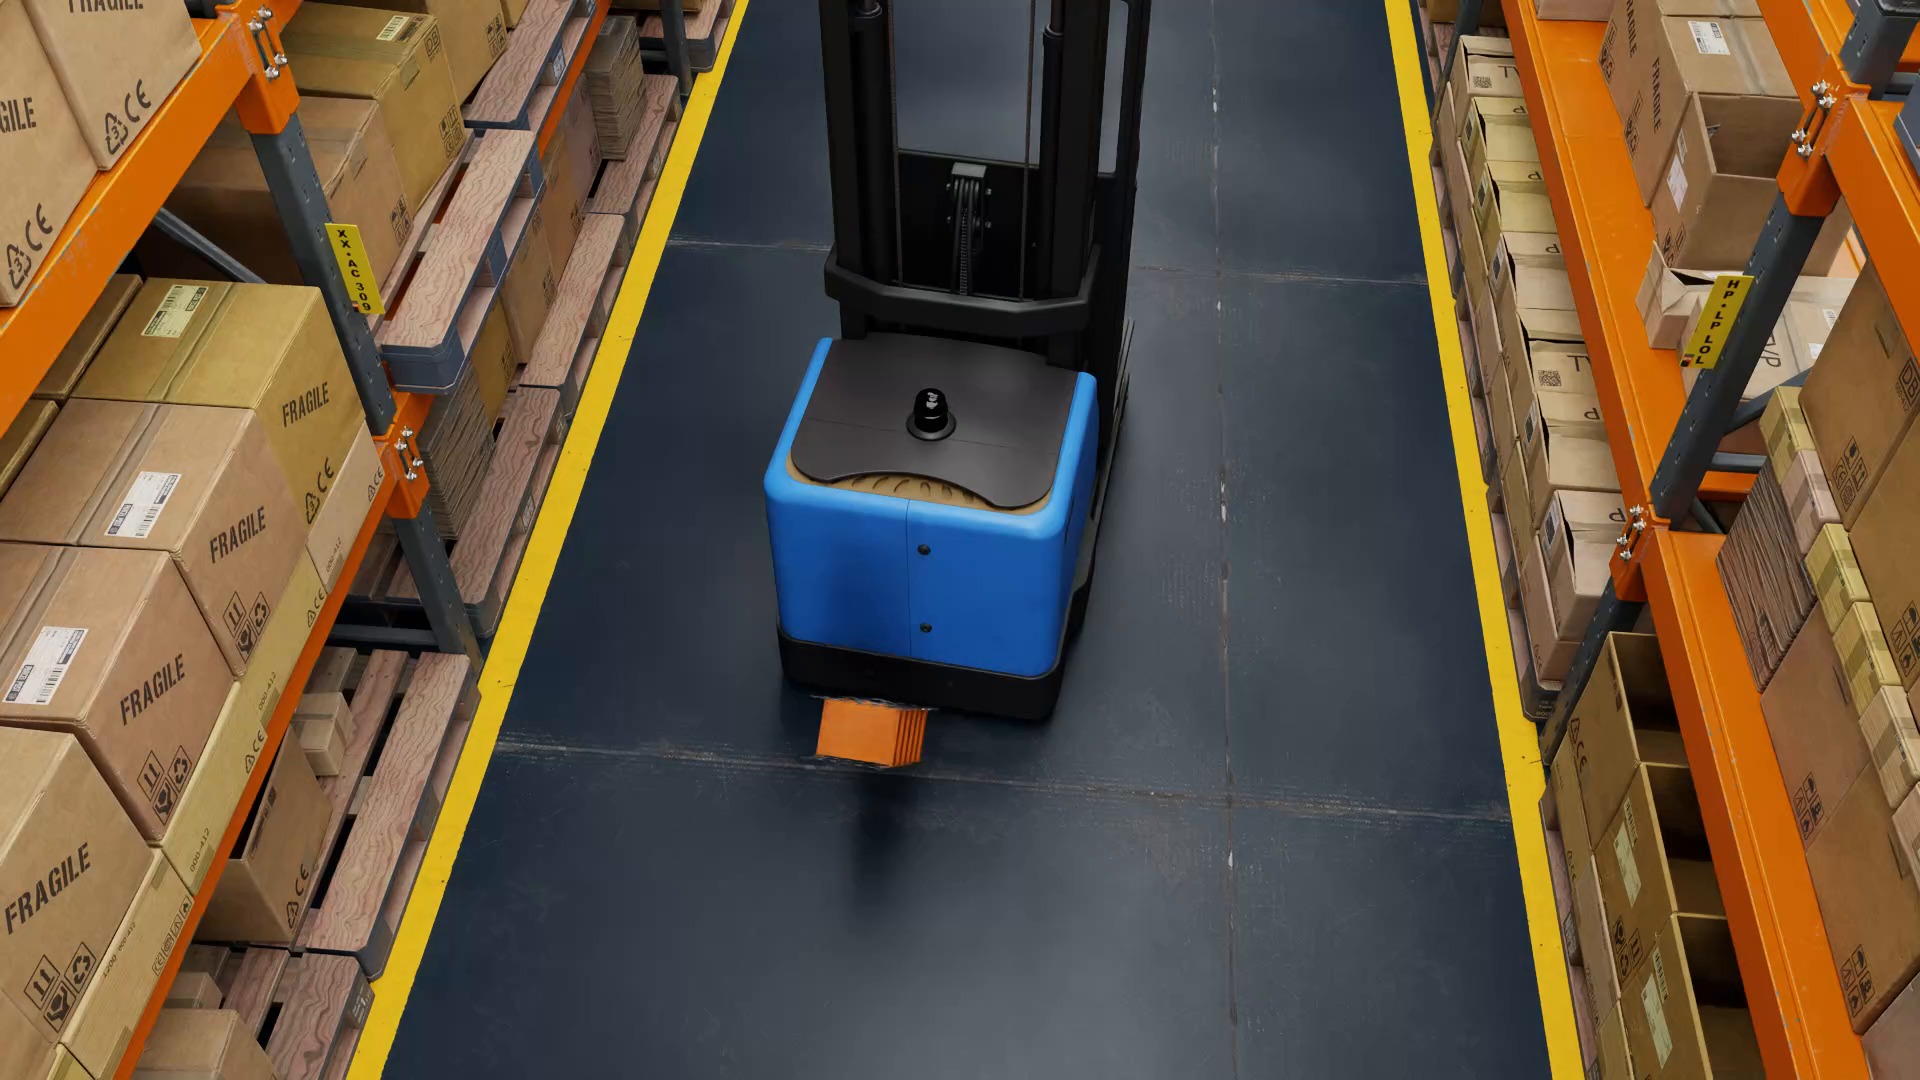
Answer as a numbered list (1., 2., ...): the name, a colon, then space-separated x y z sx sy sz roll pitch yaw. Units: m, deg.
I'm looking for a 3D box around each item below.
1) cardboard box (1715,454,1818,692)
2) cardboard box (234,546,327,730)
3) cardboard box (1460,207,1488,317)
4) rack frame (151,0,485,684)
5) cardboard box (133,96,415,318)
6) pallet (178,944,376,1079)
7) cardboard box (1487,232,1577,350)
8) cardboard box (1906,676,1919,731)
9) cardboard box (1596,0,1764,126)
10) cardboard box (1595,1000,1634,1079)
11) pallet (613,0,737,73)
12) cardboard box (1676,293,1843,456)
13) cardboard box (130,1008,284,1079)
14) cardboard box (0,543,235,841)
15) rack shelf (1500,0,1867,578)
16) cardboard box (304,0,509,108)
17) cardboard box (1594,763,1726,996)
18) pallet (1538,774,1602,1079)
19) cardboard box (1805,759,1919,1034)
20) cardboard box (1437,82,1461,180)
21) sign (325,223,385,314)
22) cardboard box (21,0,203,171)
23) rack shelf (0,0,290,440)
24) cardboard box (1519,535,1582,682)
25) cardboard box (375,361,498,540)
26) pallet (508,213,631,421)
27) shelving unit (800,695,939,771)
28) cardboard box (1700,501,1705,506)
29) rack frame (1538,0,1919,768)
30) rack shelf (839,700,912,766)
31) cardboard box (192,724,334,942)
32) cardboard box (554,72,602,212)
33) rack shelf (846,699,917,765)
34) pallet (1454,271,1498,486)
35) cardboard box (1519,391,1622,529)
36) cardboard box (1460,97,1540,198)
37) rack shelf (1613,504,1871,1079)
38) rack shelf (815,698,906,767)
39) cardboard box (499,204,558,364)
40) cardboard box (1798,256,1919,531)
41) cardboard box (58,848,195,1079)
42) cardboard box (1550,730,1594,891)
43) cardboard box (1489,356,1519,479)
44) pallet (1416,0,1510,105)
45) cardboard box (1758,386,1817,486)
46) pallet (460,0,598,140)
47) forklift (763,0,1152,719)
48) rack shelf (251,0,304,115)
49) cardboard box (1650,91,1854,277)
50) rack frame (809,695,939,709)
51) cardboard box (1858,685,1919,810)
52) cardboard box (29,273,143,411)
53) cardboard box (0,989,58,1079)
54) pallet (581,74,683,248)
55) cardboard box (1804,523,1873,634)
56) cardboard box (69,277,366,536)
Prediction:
1. cardboard box: 2.581 0.091 4.592 0.700 0.500 0.500 3 48 3
2. cardboard box: -2.113 0.246 4.606 0.500 0.250 0.500 4 48 4
3. cardboard box: 2.553 -1.238 7.454 0.500 0.250 0.500 3 48 2
4. rack frame: -2.318 -0.532 5.230 1.000 3.000 0.127 4 48 4
5. cardboard box: -2.238 -1.086 5.370 0.700 0.500 0.500 4 48 4
6. pallet: -2.453 1.804 4.983 1.003 0.211 1.213 4 48 4
7. cardboard box: 2.505 -1.040 6.893 0.500 0.311 0.500 3 48 3
8. cardboard box: 2.490 0.393 3.437 0.700 0.500 0.500 4 48 4
9. cardboard box: 2.843 -1.941 6.450 0.500 0.500 0.500 2 48 1
10. cardboard box: 2.170 1.639 4.823 0.500 0.250 0.500 4 48 4
11. pallet: -1.807 -3.104 9.472 1.003 0.211 1.213 4 48 4
12. cardboard box: 2.616 -0.516 5.316 0.500 0.250 0.500 7 48 6
13. cardboard box: -2.362 1.646 4.634 0.700 0.500 0.500 1 48 1
14. cardboard box: -2.150 0.364 3.991 0.500 0.500 0.500 3 48 2
15. rack shelf: 2.797 -1.428 6.537 1.077 0.370 4.000 4 48 4
16. cardboard box: -2.151 -1.982 6.190 0.700 0.500 0.500 10 48 9
17. cardboard box: 2.223 1.019 4.882 0.500 0.500 0.500 4 48 4
18. pallet: 2.501 1.321 5.425 1.003 0.211 1.213 4 48 4
19. cardboard box: 2.490 0.848 3.900 0.700 0.500 0.500 5 48 4
20. cardboard box: 2.639 -1.990 8.142 0.500 0.250 0.500 4 48 3
21. sign: -1.777 -0.793 4.882 0.100 0.325 0.005 4 48 4
22. cardboard box: -2.118 -1.195 3.722 0.500 0.500 0.500 5 48 5
23. rack shelf: -2.501 0.168 3.044 1.077 0.370 4.000 4 48 4
24. cardboard box: 2.364 0.260 6.084 0.500 0.250 0.500 3 48 3
25. cardboard box: -2.268 -0.379 6.485 0.700 0.500 0.500 5 48 5
26. pallet: -2.140 -1.062 7.604 1.003 0.211 1.213 4 48 4
27. shelving unit: -0.273 0.627 5.474 0.258 1.200 0.189 8 85 7
28. cardboard box: 2.952 -0.259 6.179 0.500 0.311 0.500 3 48 3
29. rack frame: 2.615 -0.202 4.928 1.000 3.000 0.127 4 48 4
30. rack shelf: -0.295 0.607 5.280 0.258 0.103 0.180 8 85 7
31. cardboard box: -2.373 0.929 5.290 0.500 0.500 0.500 1 48 1
32. cardboard box: -2.130 -1.873 7.852 0.700 0.500 0.500 4 48 3
33. rack shelf: -0.281 0.620 5.399 0.258 0.103 0.180 8 85 7
34. pallet: 2.752 -0.703 7.276 1.003 0.211 1.213 4 48 4
35. cardboard box: 2.408 -0.304 6.220 0.500 0.311 0.500 5 48 5
36. cardboard box: 2.600 -1.792 7.581 0.500 0.311 0.500 3 48 3
37. rack shelf: 2.433 1.511 3.849 1.077 0.370 4.000 4 48 4
38. rack shelf: -0.308 0.595 5.162 0.258 0.103 0.180 8 85 7
39. cardboard box: -2.184 -1.134 7.176 0.700 0.500 0.500 4 48 4
40. cardboard box: 2.581 -0.347 4.113 0.700 0.500 0.500 4 48 4
41. cardboard box: -2.188 0.986 3.929 0.500 0.250 0.500 4 48 4
42. cardboard box: 2.271 0.905 5.494 0.500 0.250 0.500 4 48 4
43. cardboard box: 2.458 -0.487 6.767 0.500 0.250 0.500 5 48 4
44. pallet: 3.085 -2.746 9.144 1.003 0.211 1.213 4 48 4
45. cardboard box: 2.398 -0.270 4.483 0.380 0.149 0.250 4 48 3
46. pallet: -2.093 -1.949 6.656 1.003 0.211 1.213 4 48 4
47. forklift: 0.126 -1.443 6.109 1.130 2.935 3.031 9 48 8
48. rack shelf: -2.136 -2.771 5.732 1.077 0.370 4.000 4 48 4
49. cardboard box: 2.749 -1.186 5.760 0.500 0.500 0.500 7 48 6
50. rack frame: -0.259 0.537 5.481 0.240 1.200 0.006 8 85 7
51. cardboard box: 2.306 0.481 3.796 0.380 0.149 0.250 2 48 2
52. cardboard box: -2.569 -0.410 4.698 0.500 0.500 0.500 3 48 3
53. cardboard box: -2.232 1.126 3.293 0.500 0.500 0.500 2 48 2
54. pallet: -2.026 -1.956 8.422 1.003 0.211 1.213 4 48 4
55. cardboard box: 2.353 0.104 4.140 0.380 0.149 0.250 3 48 3
56. cardboard box: -2.053 -0.373 4.664 0.500 0.500 0.500 4 48 3
